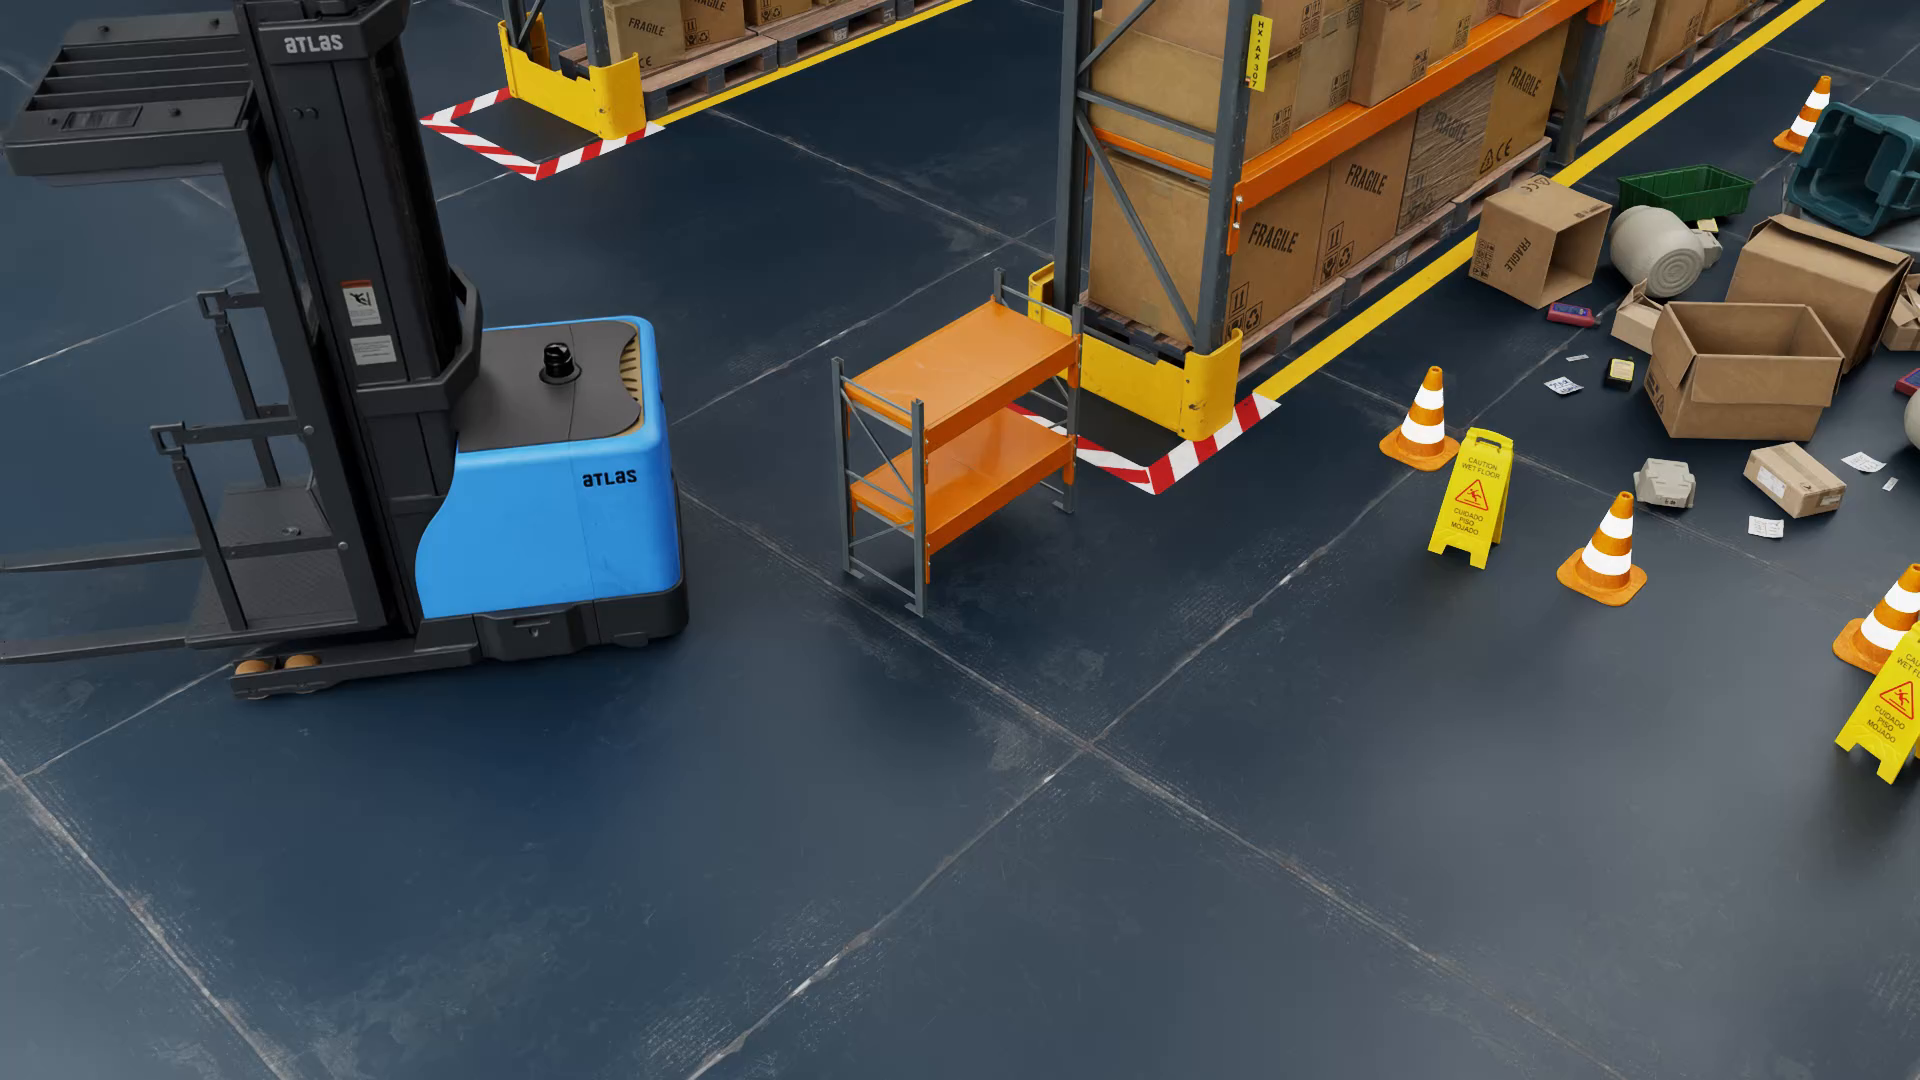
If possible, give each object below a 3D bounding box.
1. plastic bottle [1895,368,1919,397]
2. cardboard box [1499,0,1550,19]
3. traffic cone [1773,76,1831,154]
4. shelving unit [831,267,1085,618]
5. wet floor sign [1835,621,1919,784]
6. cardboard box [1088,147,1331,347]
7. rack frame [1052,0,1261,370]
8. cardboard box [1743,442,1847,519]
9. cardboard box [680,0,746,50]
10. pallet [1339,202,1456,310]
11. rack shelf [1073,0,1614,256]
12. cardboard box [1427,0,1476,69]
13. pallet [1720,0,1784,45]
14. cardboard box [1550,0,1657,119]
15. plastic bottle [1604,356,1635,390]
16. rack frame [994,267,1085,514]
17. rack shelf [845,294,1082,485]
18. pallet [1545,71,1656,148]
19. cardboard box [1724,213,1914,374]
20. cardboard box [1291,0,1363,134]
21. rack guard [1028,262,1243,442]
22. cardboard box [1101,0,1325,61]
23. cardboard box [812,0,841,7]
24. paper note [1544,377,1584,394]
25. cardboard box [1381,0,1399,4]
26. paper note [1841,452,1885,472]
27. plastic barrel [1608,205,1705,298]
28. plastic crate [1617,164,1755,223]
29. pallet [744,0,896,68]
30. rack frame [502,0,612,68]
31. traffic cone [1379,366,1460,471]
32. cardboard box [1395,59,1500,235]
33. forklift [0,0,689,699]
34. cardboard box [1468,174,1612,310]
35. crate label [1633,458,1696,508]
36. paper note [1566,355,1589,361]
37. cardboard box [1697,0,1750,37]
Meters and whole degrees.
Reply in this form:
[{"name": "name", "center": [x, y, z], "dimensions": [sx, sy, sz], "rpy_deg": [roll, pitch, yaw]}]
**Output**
[{"name": "plastic bottle", "center": [5.061, -0.838, 8.755], "dimensions": [0.283, 0.061, 0.133], "rpy_deg": [-26, 45, -29]}, {"name": "cardboard box", "center": [3.000, -3.448, 9.555], "dimensions": [0.875, 0.550, 0.550], "rpy_deg": [30, 47, 32]}, {"name": "traffic cone", "center": [5.614, -2.815, 10.918], "dimensions": [0.336, 0.463, 0.334], "rpy_deg": [30, 47, 32]}, {"name": "shelving unit", "center": [0.005, -0.443, 7.404], "dimensions": [0.538, 1.125, 1.048], "rpy_deg": [30, 47, 32]}, {"name": "wet floor sign", "center": [3.700, 0.604, 6.472], "dimensions": [0.232, 0.644, 0.267], "rpy_deg": [-18, 42, -21]}, {"name": "cardboard box", "center": [1.304, -1.660, 8.797], "dimensions": [0.875, 0.875, 0.875], "rpy_deg": [30, 47, 32]}, {"name": "rack frame", "center": [0.896, -1.988, 7.840], "dimensions": [1.000, 3.000, 0.127], "rpy_deg": [30, 47, 32]}, {"name": "cardboard box", "center": [4.011, -0.290, 7.995], "dimensions": [0.250, 0.149, 0.380], "rpy_deg": [-11, 40, -14]}, {"name": "cardboard box", "center": [-1.886, -3.872, 11.880], "dimensions": [0.500, 0.500, 0.500], "rpy_deg": [-22, 43, -25]}, {"name": "pallet", "center": [2.201, -1.854, 9.913], "dimensions": [1.003, 0.211, 1.213], "rpy_deg": [30, 47, 32]}, {"name": "rack shelf", "center": [2.245, -2.625, 9.219], "dimensions": [1.077, 0.370, 4.000], "rpy_deg": [30, 47, 32]}, {"name": "cardboard box", "center": [2.265, -2.963, 8.946], "dimensions": [0.875, 0.550, 0.500], "rpy_deg": [30, 47, 32]}, {"name": "pallet", "center": [5.705, -4.241, 12.914], "dimensions": [1.003, 0.211, 1.213], "rpy_deg": [30, 47, 32]}, {"name": "cardboard box", "center": [3.947, -3.432, 11.127], "dimensions": [1.050, 0.750, 0.750], "rpy_deg": [29, 47, 32]}, {"name": "plastic bottle", "center": [3.507, -0.899, 8.831], "dimensions": [0.133, 0.061, 0.283], "rpy_deg": [14, 41, 17]}, {"name": "rack frame", "center": [0.348, -0.677, 7.698], "dimensions": [0.500, 1.125, 0.032], "rpy_deg": [30, 47, 32]}, {"name": "rack shelf", "center": [0.005, -0.672, 7.222], "dimensions": [0.538, 0.278, 1.000], "rpy_deg": [30, 47, 32]}, {"name": "pallet", "center": [4.059, -3.120, 11.504], "dimensions": [1.003, 0.211, 1.213], "rpy_deg": [30, 47, 32]}, {"name": "cardboard box", "center": [4.559, -1.335, 8.915], "dimensions": [0.797, 0.637, 0.503], "rpy_deg": [30, 47, 32]}, {"name": "cardboard box", "center": [1.468, -2.498, 8.361], "dimensions": [0.875, 0.550, 0.550], "rpy_deg": [30, 47, 32]}, {"name": "rack guard", "center": [0.880, -0.998, 8.604], "dimensions": [1.175, 0.500, 0.348], "rpy_deg": [30, 47, 32]}, {"name": "cardboard box", "center": [1.175, -2.623, 7.651], "dimensions": [0.875, 0.550, 0.550], "rpy_deg": [30, 47, 32]}, {"name": "cardboard box", "center": [-1.040, -4.389, 12.531], "dimensions": [0.500, 0.500, 0.500], "rpy_deg": [25, 45, 28]}, {"name": "paper note", "center": [3.179, -0.813, 8.750], "dimensions": [0.142, 0.017, 0.144], "rpy_deg": [-18, 42, -21]}, {"name": "cardboard box", "center": [1.956, -3.115, 8.269], "dimensions": [0.875, 0.550, 0.550], "rpy_deg": [30, 47, 32]}, {"name": "paper note", "center": [4.470, -0.387, 8.221], "dimensions": [0.142, 0.019, 0.148], "rpy_deg": [-18, 42, -21]}, {"name": "plastic barrel", "center": [3.961, -1.652, 9.487], "dimensions": [0.421, 0.421, 0.512], "rpy_deg": [-5, 39, -6]}, {"name": "plastic crate", "center": [4.444, -2.117, 10.216], "dimensions": [0.662, 0.188, 0.450], "rpy_deg": [-11, 30, -14]}, {"name": "pallet", "center": [-1.249, -3.977, 12.581], "dimensions": [1.003, 0.211, 1.213], "rpy_deg": [30, 47, 32]}, {"name": "rack frame", "center": [-2.697, -4.117, 10.517], "dimensions": [1.000, 3.000, 0.127], "rpy_deg": [30, 47, 32]}, {"name": "traffic cone", "center": [2.302, -0.643, 8.186], "dimensions": [0.336, 0.463, 0.334], "rpy_deg": [30, 47, 32]}, {"name": "cardboard box", "center": [2.513, -2.483, 9.832], "dimensions": [0.875, 0.875, 0.875], "rpy_deg": [30, 47, 32]}, {"name": "forklift", "center": [-2.740, -0.842, 6.453], "dimensions": [3.031, 2.935, 1.130], "rpy_deg": [-7, 39, -8]}, {"name": "cardboard box", "center": [3.305, -1.704, 9.489], "dimensions": [0.500, 0.500, 0.500], "rpy_deg": [-26, 45, -29]}, {"name": "crate label", "center": [3.392, -0.272, 7.982], "dimensions": [0.250, 0.136, 0.298], "rpy_deg": [8, 39, 10]}, {"name": "paper note", "center": [3.334, -0.983, 8.979], "dimensions": [0.123, 0.001, 0.032], "rpy_deg": [-11, 40, -14]}, {"name": "cardboard box", "center": [5.228, -4.302, 12.220], "dimensions": [1.050, 0.750, 0.750], "rpy_deg": [30, 48, 32]}]
